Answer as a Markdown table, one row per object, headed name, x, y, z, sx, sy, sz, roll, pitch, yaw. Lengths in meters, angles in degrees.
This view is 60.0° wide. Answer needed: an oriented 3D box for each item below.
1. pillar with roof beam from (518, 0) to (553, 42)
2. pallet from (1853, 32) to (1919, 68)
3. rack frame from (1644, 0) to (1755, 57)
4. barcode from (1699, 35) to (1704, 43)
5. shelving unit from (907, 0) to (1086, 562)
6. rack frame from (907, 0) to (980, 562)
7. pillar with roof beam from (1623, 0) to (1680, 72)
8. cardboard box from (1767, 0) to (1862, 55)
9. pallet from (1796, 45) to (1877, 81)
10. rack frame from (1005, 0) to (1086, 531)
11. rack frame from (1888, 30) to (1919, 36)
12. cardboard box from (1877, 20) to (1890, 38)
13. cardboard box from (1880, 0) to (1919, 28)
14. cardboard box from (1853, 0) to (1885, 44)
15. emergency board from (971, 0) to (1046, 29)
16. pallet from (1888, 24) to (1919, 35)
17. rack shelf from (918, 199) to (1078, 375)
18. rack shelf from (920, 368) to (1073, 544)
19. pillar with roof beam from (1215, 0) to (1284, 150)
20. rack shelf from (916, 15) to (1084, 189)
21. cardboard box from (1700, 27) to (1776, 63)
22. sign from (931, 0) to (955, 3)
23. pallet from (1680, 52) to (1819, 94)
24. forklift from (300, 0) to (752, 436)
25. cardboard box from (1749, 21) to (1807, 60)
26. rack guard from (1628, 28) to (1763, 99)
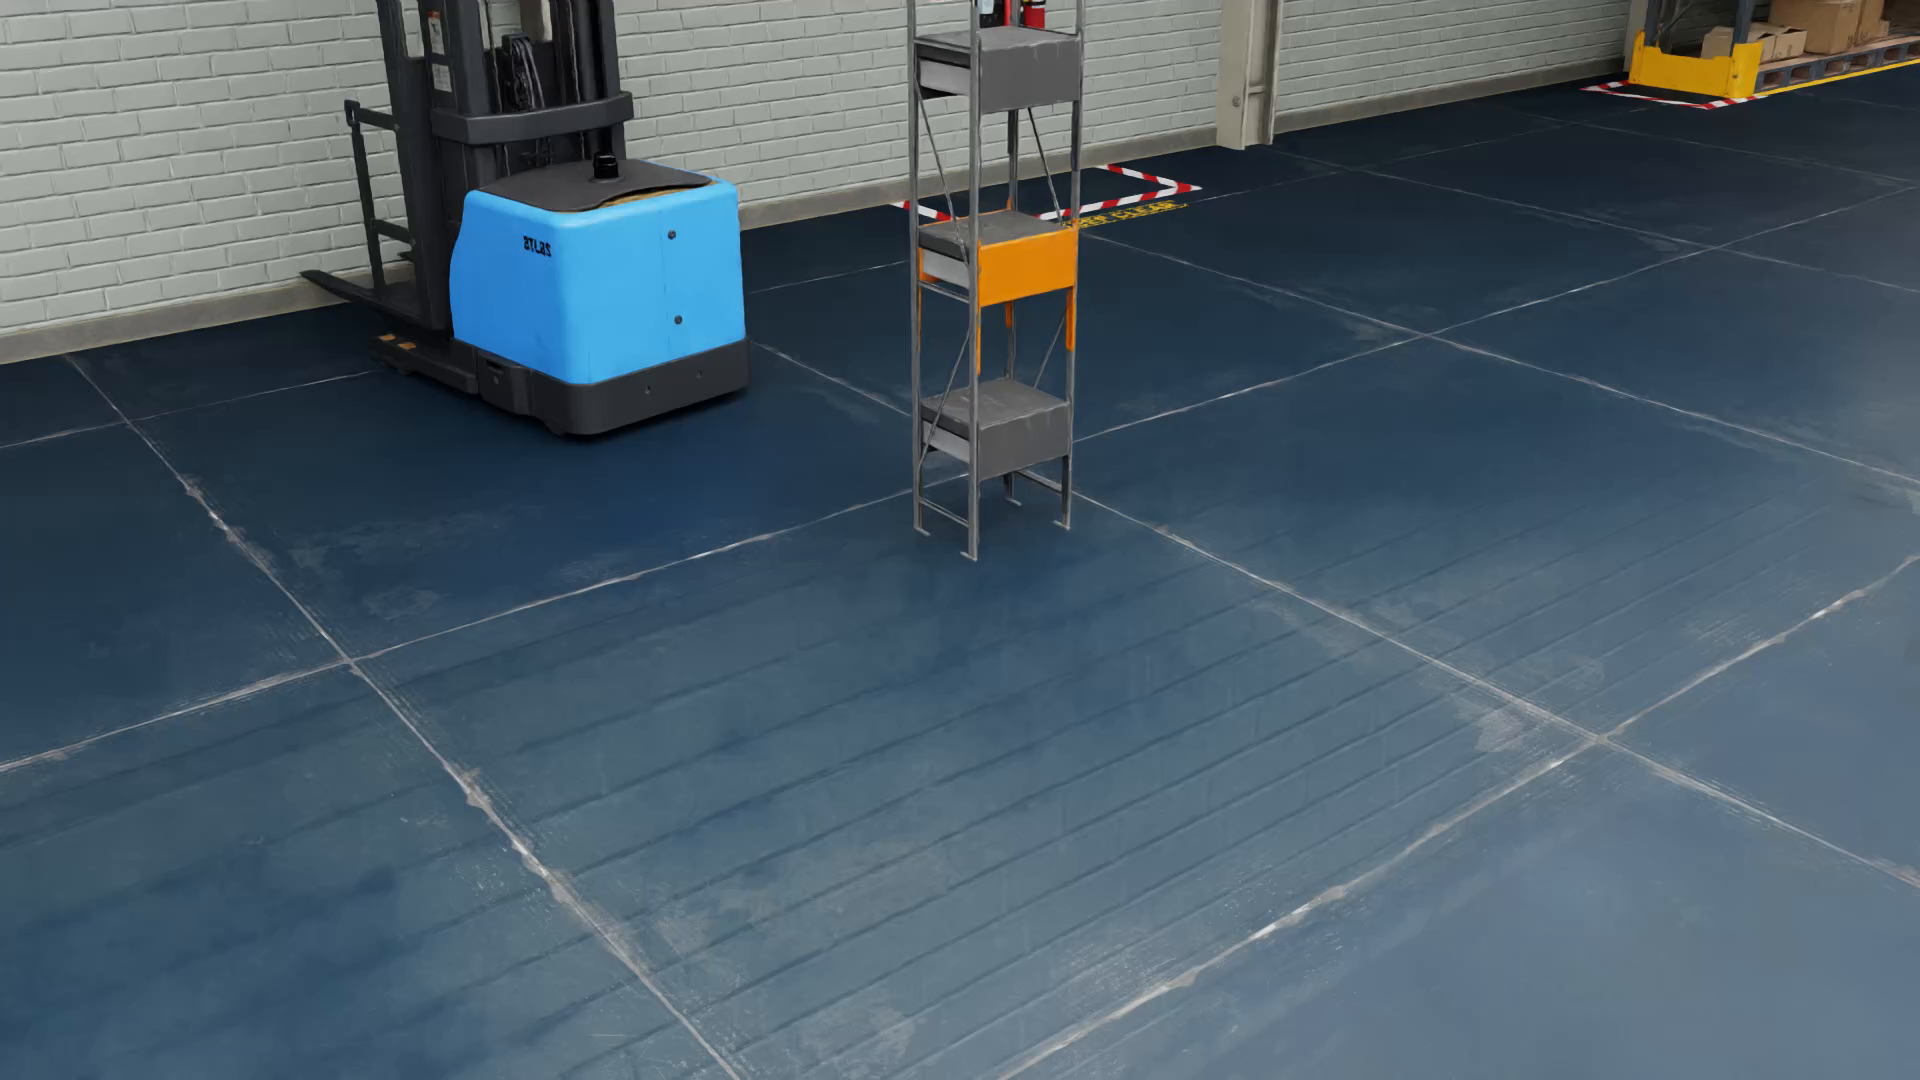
| name | x | y | z | sx | sy | sz | roll | pitch | yaw |
| --- | --- | --- | --- | --- | --- | --- | --- | --- | --- |
| pillar with roof beam | 0.294 | -4.396 | 5.532 | 0.400 | 9.000 | 9.100 | -18 | 31 | -34 |
| pallet | 9.705 | -5.338 | 18.000 | 1.213 | 0.211 | 1.003 | -18 | 31 | -34 |
| rack frame | 7.064 | -5.750 | 15.576 | 0.127 | 3.000 | 1.000 | -18 | 31 | -34 |
| barcode | 7.431 | -5.021 | 16.666 | 0.075 | 0.075 | 0.001 | -18 | 31 | -34 |
| shelving unit | 0.130 | -0.995 | 6.401 | 0.503 | 2.100 | 0.431 | -18 | 31 | -34 |
| rack frame | -0.062 | -0.932 | 6.264 | 0.015 | 2.100 | 0.400 | -18 | 31 | -34 |
| pillar with roof beam | 9.737 | -7.513 | 12.249 | 0.400 | 9.000 | 9.100 | -18 | 31 | -34 |
| cardboard box | 8.720 | -5.287 | 17.026 | 0.500 | 0.500 | 0.700 | -21 | 32 | -37 |
| pallet | 8.744 | -5.019 | 17.314 | 1.213 | 0.211 | 1.003 | -18 | 31 | -34 |
| rack frame | 0.322 | -1.059 | 6.537 | 0.015 | 2.100 | 0.400 | -18 | 31 | -34 |
| rack frame | 10.211 | -6.789 | 17.814 | 0.127 | 3.000 | 1.000 | -18 | 31 | -34 |
| cardboard box | 9.809 | -5.554 | 17.997 | 0.380 | 0.166 | 0.250 | 22 | 33 | 39 |
| cardboard box | 10.780 | -6.051 | 18.672 | 0.500 | 0.500 | 0.700 | -17 | 30 | -32 |
| cardboard box | 9.419 | -5.572 | 17.639 | 0.500 | 0.500 | 0.500 | -21 | 32 | -38 |
| emergency board | 0.391 | -4.030 | 11.870 | 0.643 | 1.169 | 0.194 | -18 | 31 | -34 |
| pallet | 10.823 | -5.727 | 18.838 | 1.213 | 0.211 | 1.003 | -18 | 31 | -34 |
| rack shelf | 0.130 | -0.983 | 6.406 | 0.480 | 0.518 | 0.431 | -18 | 31 | -34 |
| rack shelf | 0.130 | -0.348 | 6.701 | 0.480 | 0.518 | 0.431 | -18 | 31 | -34 |
| pillar with roof beam | 5.016 | -5.954 | 8.891 | 0.400 | 9.000 | 9.100 | -18 | 31 | -34 |
| rack shelf | 0.130 | -1.618 | 6.112 | 0.480 | 0.518 | 0.431 | -18 | 31 | -34 |
| cardboard box | 7.664 | -4.879 | 16.372 | 0.500 | 0.311 | 0.500 | -23 | 33 | -40 |
| sign | -0.108 | -3.937 | 11.627 | 0.234 | 0.329 | 0.001 | -18 | 31 | -34 |
| pallet | 7.784 | -4.704 | 16.635 | 1.213 | 0.211 | 1.003 | -18 | 31 | -34 |
| forklift | -2.452 | -2.324 | 8.277 | 3.031 | 2.935 | 1.130 | 22 | 33 | 39 |
| cardboard box | 8.112 | -5.028 | 16.691 | 0.500 | 0.311 | 0.500 | -15 | 29 | -30 |
| rack guard | 7.123 | -4.636 | 16.144 | 0.348 | 0.500 | 1.175 | -18 | 31 | -34 |
